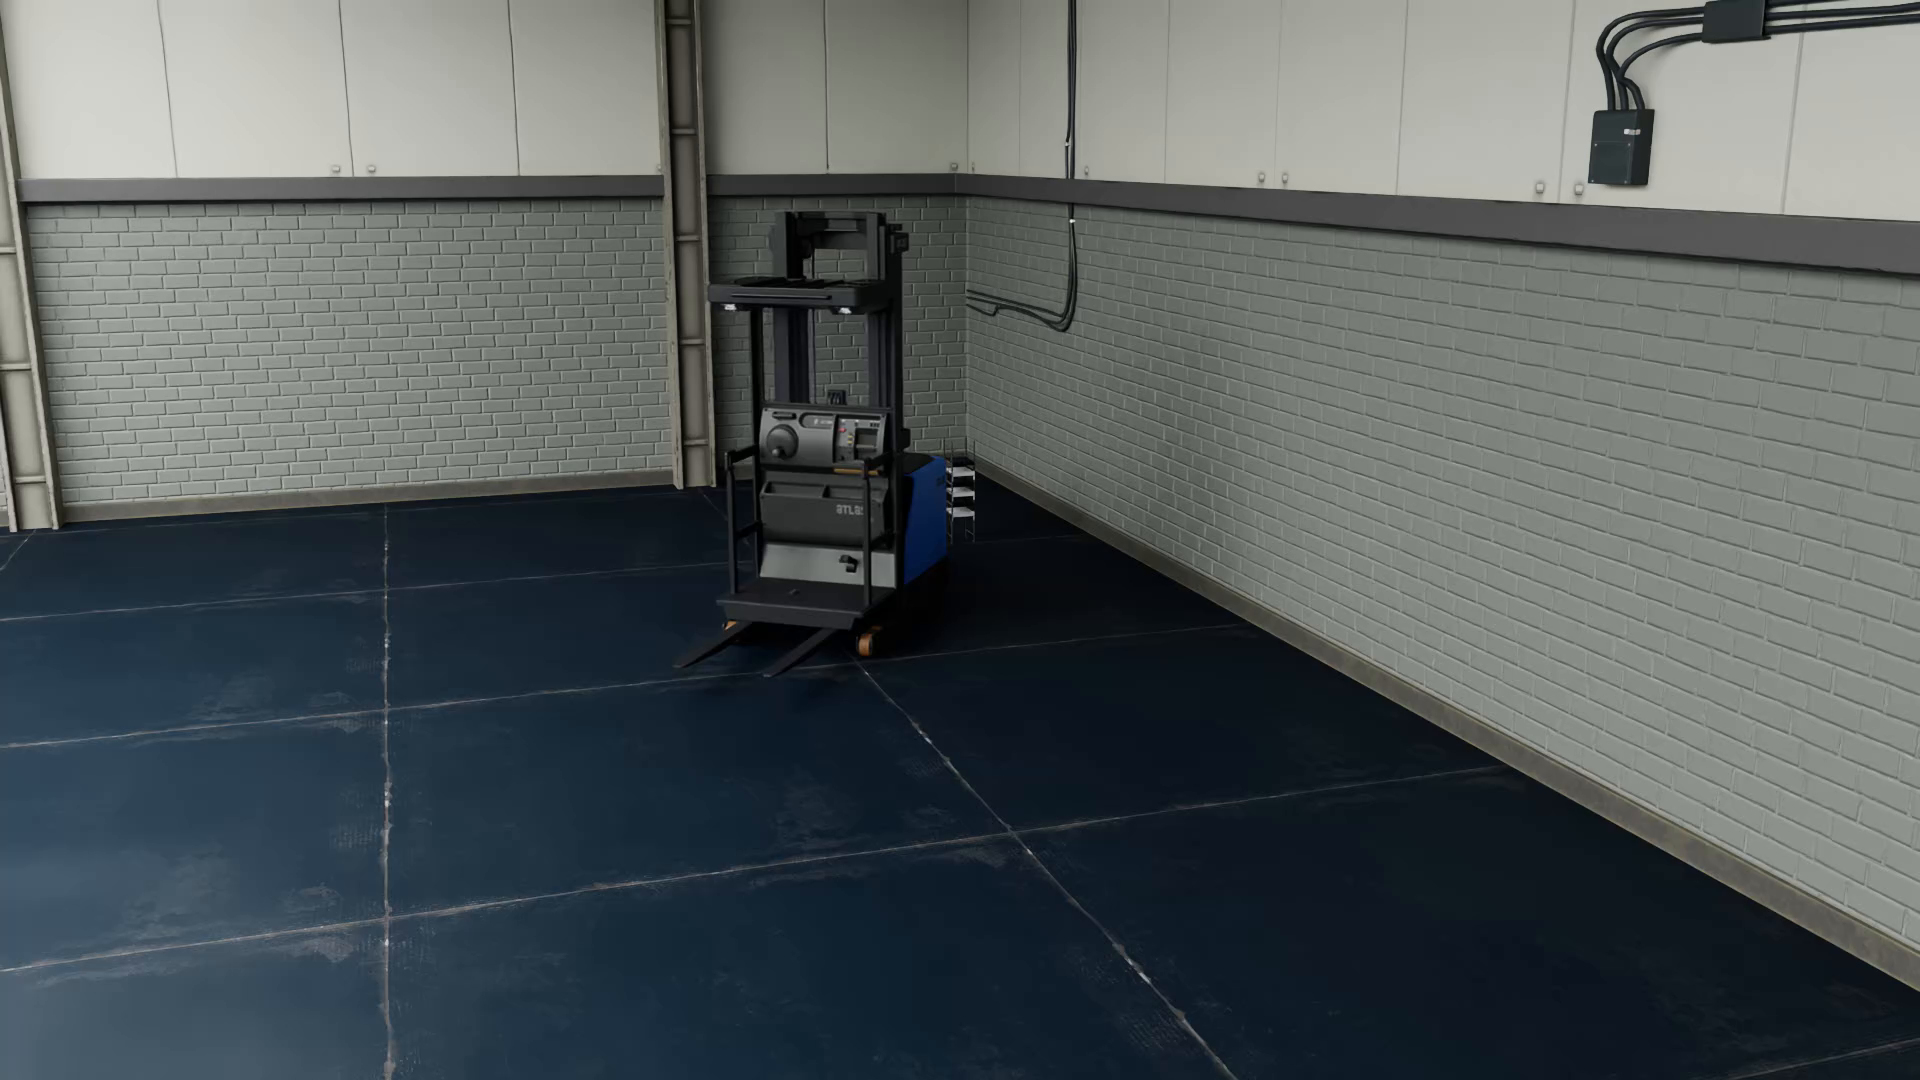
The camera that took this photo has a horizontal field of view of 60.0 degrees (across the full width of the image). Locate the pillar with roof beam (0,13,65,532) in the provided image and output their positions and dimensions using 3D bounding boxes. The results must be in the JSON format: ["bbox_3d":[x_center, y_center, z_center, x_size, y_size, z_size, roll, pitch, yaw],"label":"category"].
[{"bbox_3d":[-7.024,-3.553,10.134,0.400,9.000,9.100,-4,14,-18],"label":"pillar with roof beam"}]

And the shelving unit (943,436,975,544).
[{"bbox_3d":[-0.008,-0.437,14.536,0.210,0.900,0.258,-4,14,-18],"label":"shelving unit"}]

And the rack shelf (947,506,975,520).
[{"bbox_3d":[-0.008,-0.230,14.585,0.200,0.077,0.258,-4,14,-18],"label":"rack shelf"}]

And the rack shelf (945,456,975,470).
[{"bbox_3d":[-0.008,-0.667,14.481,0.200,0.077,0.258,-4,14,-18],"label":"rack shelf"}]

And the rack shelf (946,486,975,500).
[{"bbox_3d":[-0.008,-0.405,14.544,0.200,0.077,0.258,-4,14,-18],"label":"rack shelf"}]

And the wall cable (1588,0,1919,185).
[{"bbox_3d":[3.517,-4.439,6.508,0.169,6.003,2.305,-4,14,-18],"label":"wall cable"}]

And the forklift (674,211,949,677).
[{"bbox_3d":[-1.016,-0.733,11.389,1.130,2.935,3.031,4,14,17],"label":"forklift"}]

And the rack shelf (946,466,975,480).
[{"bbox_3d":[-0.008,-0.580,14.502,0.200,0.077,0.258,-4,14,-18],"label":"rack shelf"}]

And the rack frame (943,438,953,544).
[{"bbox_3d":[-0.104,-0.430,14.505,0.006,0.900,0.240,-4,14,-18],"label":"rack frame"}]

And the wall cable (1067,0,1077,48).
[{"bbox_3d":[1.367,-5.221,12.940,0.112,2.526,3.097,-4,14,-18],"label":"wall cable"}]

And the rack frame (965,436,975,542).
[{"bbox_3d":[0.089,-0.445,14.568,0.006,0.900,0.240,-4,14,-18],"label":"rack frame"}]

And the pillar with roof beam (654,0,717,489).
[{"bbox_3d":[-1.337,-3.996,11.996,0.400,9.000,9.100,-4,14,-18],"label":"pillar with roof beam"}]

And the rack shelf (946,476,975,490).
[{"bbox_3d":[-0.008,-0.492,14.523,0.200,0.077,0.258,-4,14,-18],"label":"rack shelf"}]

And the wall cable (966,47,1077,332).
[{"bbox_3d":[0.504,-3.357,16.019,0.112,2.526,3.097,-4,14,-18],"label":"wall cable"}]

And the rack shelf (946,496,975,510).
[{"bbox_3d":[-0.008,-0.317,14.565,0.200,0.077,0.258,-4,14,-18],"label":"rack shelf"}]
